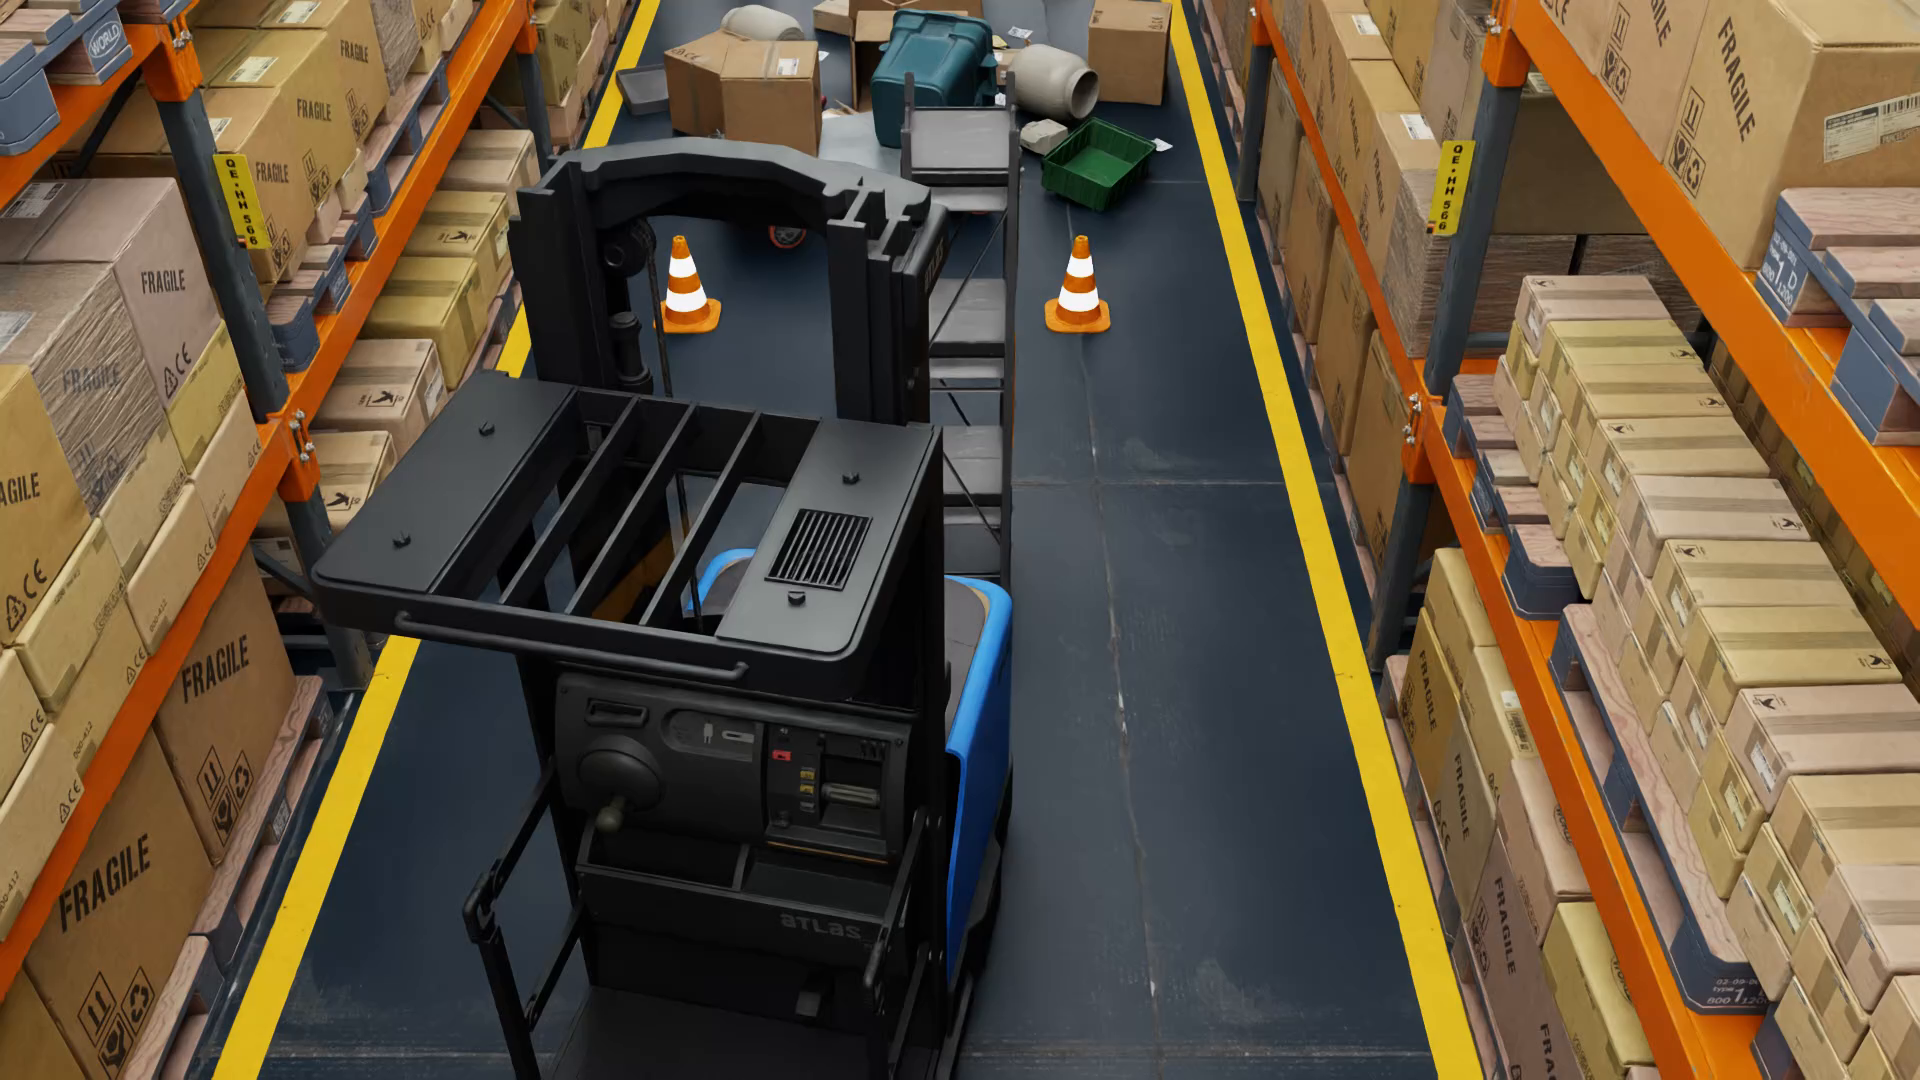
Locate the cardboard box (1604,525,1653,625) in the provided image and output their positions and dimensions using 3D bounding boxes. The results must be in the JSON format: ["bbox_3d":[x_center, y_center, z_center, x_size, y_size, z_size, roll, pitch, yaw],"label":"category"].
[{"bbox_3d":[1.933,0.091,4.365,0.380,0.149,0.250,0,39,0],"label":"cardboard box"}]

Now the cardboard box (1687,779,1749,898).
[{"bbox_3d":[1.929,0.693,3.851,0.380,0.149,0.250,2,39,2],"label":"cardboard box"}]

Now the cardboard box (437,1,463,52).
[{"bbox_3d":[-2.528,-2.373,7.678,0.380,0.149,0.250,0,39,0],"label":"cardboard box"}]

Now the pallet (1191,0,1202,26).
[{"bbox_3d":[2.197,-4.094,12.190,1.003,0.211,1.213,0,39,0],"label":"pallet"}]

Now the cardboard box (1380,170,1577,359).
[{"bbox_3d":[1.858,-1.000,6.019,0.500,0.500,0.500,0,39,0],"label":"cardboard box"}]

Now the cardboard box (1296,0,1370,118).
[{"bbox_3d":[1.854,-2.262,7.595,0.500,0.500,0.500,0,39,0],"label":"cardboard box"}]

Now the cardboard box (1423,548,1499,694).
[{"bbox_3d":[1.886,0.271,5.577,0.500,0.250,0.500,-2,39,-2],"label":"cardboard box"}]

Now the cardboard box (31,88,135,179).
[{"bbox_3d":[-3.101,-1.216,5.715,0.500,0.500,0.500,-1,39,-1],"label":"cardboard box"}]

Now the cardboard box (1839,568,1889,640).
[{"bbox_3d":[2.585,0.203,4.463,0.380,0.149,0.250,-2,39,-2],"label":"cardboard box"}]

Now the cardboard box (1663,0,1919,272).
[{"bbox_3d":[1.875,-0.906,3.504,0.500,0.500,0.500,0,39,0],"label":"cardboard box"}]

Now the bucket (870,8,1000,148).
[{"bbox_3d":[-0.183,-2.580,9.473,0.726,0.611,0.620,13,50,15],"label":"bucket"}]

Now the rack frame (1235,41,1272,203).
[{"bbox_3d":[2.123,-3.181,8.821,1.000,3.000,0.127,0,39,0],"label":"rack frame"}]

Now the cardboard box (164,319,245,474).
[{"bbox_3d":[-2.568,-0.447,5.129,0.500,0.250,0.500,0,39,0],"label":"cardboard box"}]

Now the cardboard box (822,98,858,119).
[{"bbox_3d":[-0.682,-2.558,10.230,0.258,0.266,0.396,-28,46,-30],"label":"cardboard box"}]

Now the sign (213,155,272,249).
[{"bbox_3d":[-2.267,-1.067,5.257,0.100,0.325,0.005,0,39,0],"label":"sign"}]

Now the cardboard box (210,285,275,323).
[{"bbox_3d":[-2.637,-0.882,5.817,0.380,0.149,0.250,-2,39,-3],"label":"cardboard box"}]

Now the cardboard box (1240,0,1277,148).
[{"bbox_3d":[2.192,-2.909,9.845,0.875,0.875,0.875,1,39,1],"label":"cardboard box"}]

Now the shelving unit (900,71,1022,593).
[{"bbox_3d":[0.000,-0.716,6.464,0.431,2.100,0.503,0,39,0],"label":"shelving unit"}]

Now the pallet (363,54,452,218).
[{"bbox_3d":[-2.866,-1.776,7.221,1.003,0.211,1.213,0,39,0],"label":"pallet"}]

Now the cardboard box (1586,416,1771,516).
[{"bbox_3d":[1.933,-0.201,4.492,0.380,0.149,0.250,-2,39,-2],"label":"cardboard box"}]

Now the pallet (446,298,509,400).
[{"bbox_3d":[-2.820,-0.774,8.047,1.003,0.211,1.213,0,39,0],"label":"pallet"}]

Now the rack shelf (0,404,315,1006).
[{"bbox_3d":[-2.820,0.919,4.280,1.077,0.370,4.000,0,39,0],"label":"rack shelf"}]

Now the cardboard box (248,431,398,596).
[{"bbox_3d":[-2.813,-0.104,6.747,0.950,0.372,0.625,-2,39,-3],"label":"cardboard box"}]

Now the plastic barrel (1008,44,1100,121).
[{"bbox_3d":[0.588,-2.884,10.510,0.512,0.421,0.421,28,46,30],"label":"plastic barrel"}]

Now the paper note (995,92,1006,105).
[{"bbox_3d":[0.291,-2.867,10.810,0.172,0.023,0.155,13,40,15],"label":"paper note"}]

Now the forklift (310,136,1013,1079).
[{"bbox_3d":[-0.630,0.669,4.071,1.130,2.935,3.031,8,39,10],"label":"forklift"}]

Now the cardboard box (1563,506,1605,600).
[{"bbox_3d":[1.929,0.040,4.667,0.380,0.149,0.250,2,39,2],"label":"cardboard box"}]

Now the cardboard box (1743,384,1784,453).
[{"bbox_3d":[2.585,-0.386,4.960,0.380,0.149,0.250,1,39,2],"label":"cardboard box"}]

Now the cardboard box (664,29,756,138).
[{"bbox_3d":[-1.468,-2.811,10.356,0.500,0.500,0.500,28,46,30],"label":"cardboard box"}]

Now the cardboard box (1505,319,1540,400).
[{"bbox_3d":[1.927,-0.559,5.176,0.380,0.149,0.250,2,39,2],"label":"cardboard box"}]

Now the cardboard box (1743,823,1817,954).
[{"bbox_3d":[1.932,0.738,3.558,0.380,0.149,0.250,-2,39,-2],"label":"cardboard box"}]

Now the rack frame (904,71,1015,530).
[{"bbox_3d":[0.000,-0.868,6.655,0.400,2.100,0.015,0,39,0],"label":"rack frame"}]

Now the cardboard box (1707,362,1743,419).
[{"bbox_3d":[2.588,-0.437,5.262,0.380,0.149,0.250,1,39,1],"label":"cardboard box"}]

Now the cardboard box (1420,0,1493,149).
[{"bbox_3d":[2.135,-1.706,6.100,0.700,0.500,0.500,-1,39,-1],"label":"cardboard box"}]

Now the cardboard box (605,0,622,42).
[{"bbox_3d":[-2.563,-3.550,11.144,0.500,0.250,0.500,-1,39,-2],"label":"cardboard box"}]

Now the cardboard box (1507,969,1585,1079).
[{"bbox_3d":[1.883,1.529,4.606,0.500,0.500,0.500,-1,39,-1],"label":"cardboard box"}]

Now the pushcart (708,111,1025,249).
[{"bbox_3d":[-0.547,-2.124,9.598,1.648,0.377,0.936,-13,40,-16],"label":"pushcart"}]

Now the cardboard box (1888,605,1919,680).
[{"bbox_3d":[2.587,0.254,4.162,0.380,0.149,0.250,1,39,1],"label":"cardboard box"}]

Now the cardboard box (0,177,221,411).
[{"bbox_3d":[-2.560,-0.719,4.869,0.500,0.500,0.500,-1,39,-1],"label":"cardboard box"}]

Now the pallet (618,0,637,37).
[{"bbox_3d":[-2.866,-3.972,12.037,1.003,0.211,1.213,0,39,0],"label":"pallet"}]

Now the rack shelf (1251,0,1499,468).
[{"bbox_3d":[2.125,-1.649,7.485,1.077,0.370,4.000,0,39,0],"label":"rack shelf"}]

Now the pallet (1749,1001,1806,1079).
[{"bbox_3d":[2.277,1.419,3.234,1.003,0.211,1.213,0,39,0],"label":"pallet"}]

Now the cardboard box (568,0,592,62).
[{"bbox_3d":[-2.570,-3.202,10.110,0.500,0.500,0.500,1,39,2],"label":"cardboard box"}]

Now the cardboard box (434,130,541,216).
[{"bbox_3d":[-2.824,-1.925,9.018,0.950,0.372,0.625,0,39,1],"label":"cardboard box"}]

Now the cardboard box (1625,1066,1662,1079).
[{"bbox_3d":[1.891,1.554,3.976,0.500,0.250,0.500,2,39,2],"label":"cardboard box"}]

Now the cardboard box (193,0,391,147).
[{"bbox_3d":[-2.606,-1.871,6.533,0.500,0.500,0.500,1,39,1],"label":"cardboard box"}]

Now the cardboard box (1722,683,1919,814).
[{"bbox_3d":[1.936,0.458,3.669,0.380,0.149,0.250,-2,39,-2],"label":"cardboard box"}]

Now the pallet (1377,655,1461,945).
[{"bbox_3d":[2.127,0.897,5.961,1.003,0.211,1.213,0,39,0],"label":"pallet"}]

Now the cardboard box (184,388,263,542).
[{"bbox_3d":[-2.562,-0.238,5.268,0.500,0.250,0.500,-1,39,-2],"label":"cardboard box"}]

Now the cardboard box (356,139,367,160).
[{"bbox_3d":[-2.616,-1.553,6.654,0.380,0.149,0.250,2,39,3],"label":"cardboard box"}]

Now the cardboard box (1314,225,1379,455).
[{"bbox_3d":[2.212,-0.893,7.429,1.050,0.750,0.750,1,39,1],"label":"cardboard box"}]
